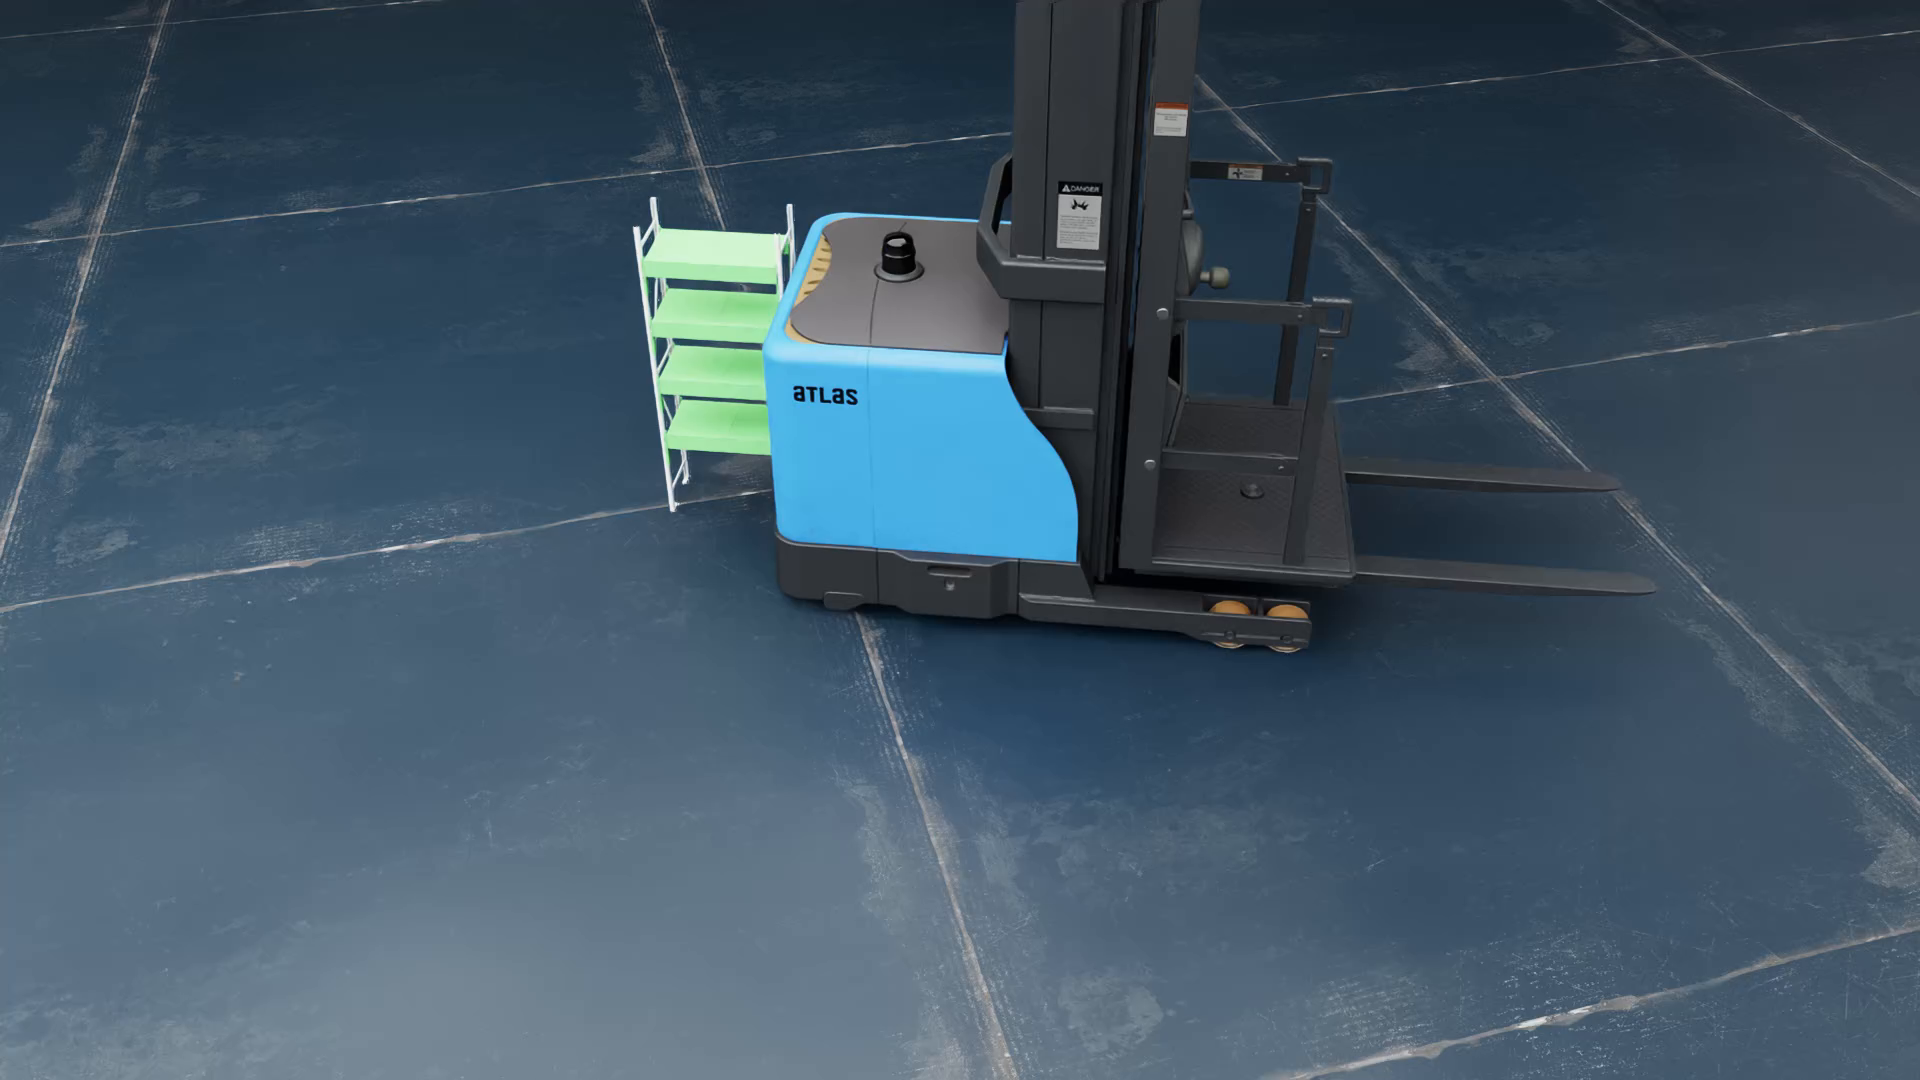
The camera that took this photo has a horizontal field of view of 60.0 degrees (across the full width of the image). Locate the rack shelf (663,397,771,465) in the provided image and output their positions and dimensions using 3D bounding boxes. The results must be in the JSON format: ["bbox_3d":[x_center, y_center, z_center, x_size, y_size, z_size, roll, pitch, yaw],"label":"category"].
[{"bbox_3d":[-0.850,-0.398,6.283,0.480,0.148,0.258,4,38,5],"label":"rack shelf"}]

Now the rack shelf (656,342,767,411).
[{"bbox_3d":[-0.850,-0.589,6.138,0.480,0.148,0.258,4,38,5],"label":"rack shelf"}]

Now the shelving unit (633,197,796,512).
[{"bbox_3d":[-0.850,-0.640,6.099,0.503,1.200,0.258,4,38,5],"label":"shelving unit"}]

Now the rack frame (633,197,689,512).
[{"bbox_3d":[-1.092,-0.657,6.121,0.015,1.200,0.240,4,38,5],"label":"rack frame"}]

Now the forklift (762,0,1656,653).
[{"bbox_3d":[0.903,-1.119,5.300,3.031,2.935,1.130,4,38,5],"label":"forklift"}]

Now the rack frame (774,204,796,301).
[{"bbox_3d":[-0.607,-0.623,6.077,0.015,1.200,0.240,4,38,5],"label":"rack frame"}]

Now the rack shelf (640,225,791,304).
[{"bbox_3d":[-0.850,-0.970,5.846,0.480,0.148,0.258,4,38,5],"label":"rack shelf"}]

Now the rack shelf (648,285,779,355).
[{"bbox_3d":[-0.850,-0.780,5.992,0.480,0.148,0.258,4,38,5],"label":"rack shelf"}]
